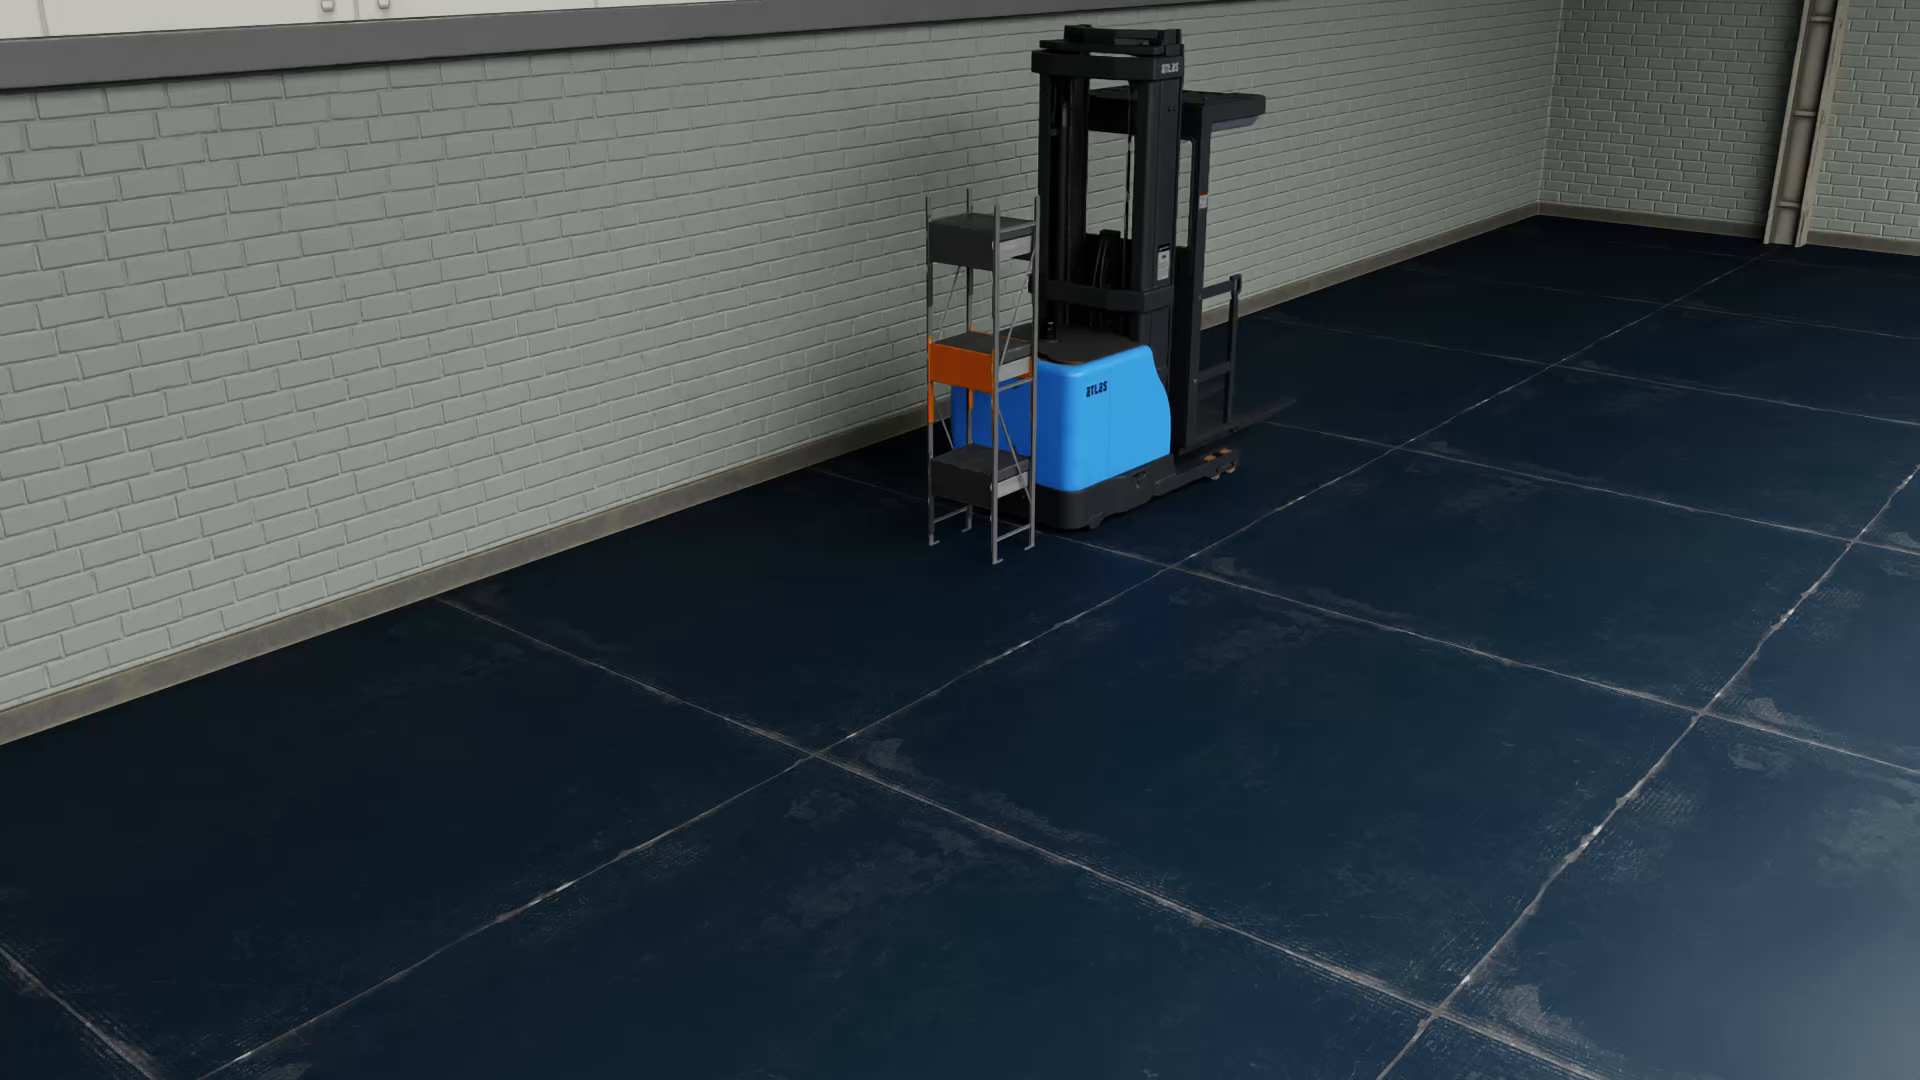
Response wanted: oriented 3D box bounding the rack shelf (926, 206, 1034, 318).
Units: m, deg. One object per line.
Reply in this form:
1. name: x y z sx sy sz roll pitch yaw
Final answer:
1. rack shelf: 0.128 -1.588 9.458 0.480 0.518 0.431 16 26 36

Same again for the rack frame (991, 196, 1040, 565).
1. rack frame: 0.317 -0.891 9.555 0.015 2.100 0.400 16 26 36

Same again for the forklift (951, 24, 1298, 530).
1. forklift: 1.265 -1.879 10.996 1.130 2.935 3.031 17 26 37

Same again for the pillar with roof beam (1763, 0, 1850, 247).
1. pillar with roof beam: 6.848 -6.478 14.593 0.400 9.000 9.100 16 26 36

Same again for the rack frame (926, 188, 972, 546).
1. rack frame: -0.061 -1.000 9.844 0.015 2.100 0.400 16 26 36

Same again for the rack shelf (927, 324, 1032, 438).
1. rack shelf: 0.128 -0.933 9.705 0.480 0.518 0.431 16 26 36

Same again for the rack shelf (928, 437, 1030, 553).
1. rack shelf: 0.128 -0.278 9.952 0.480 0.518 0.431 16 26 36

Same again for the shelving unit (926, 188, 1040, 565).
1. shelving unit: 0.128 -0.946 9.700 0.503 2.100 0.431 16 26 36
